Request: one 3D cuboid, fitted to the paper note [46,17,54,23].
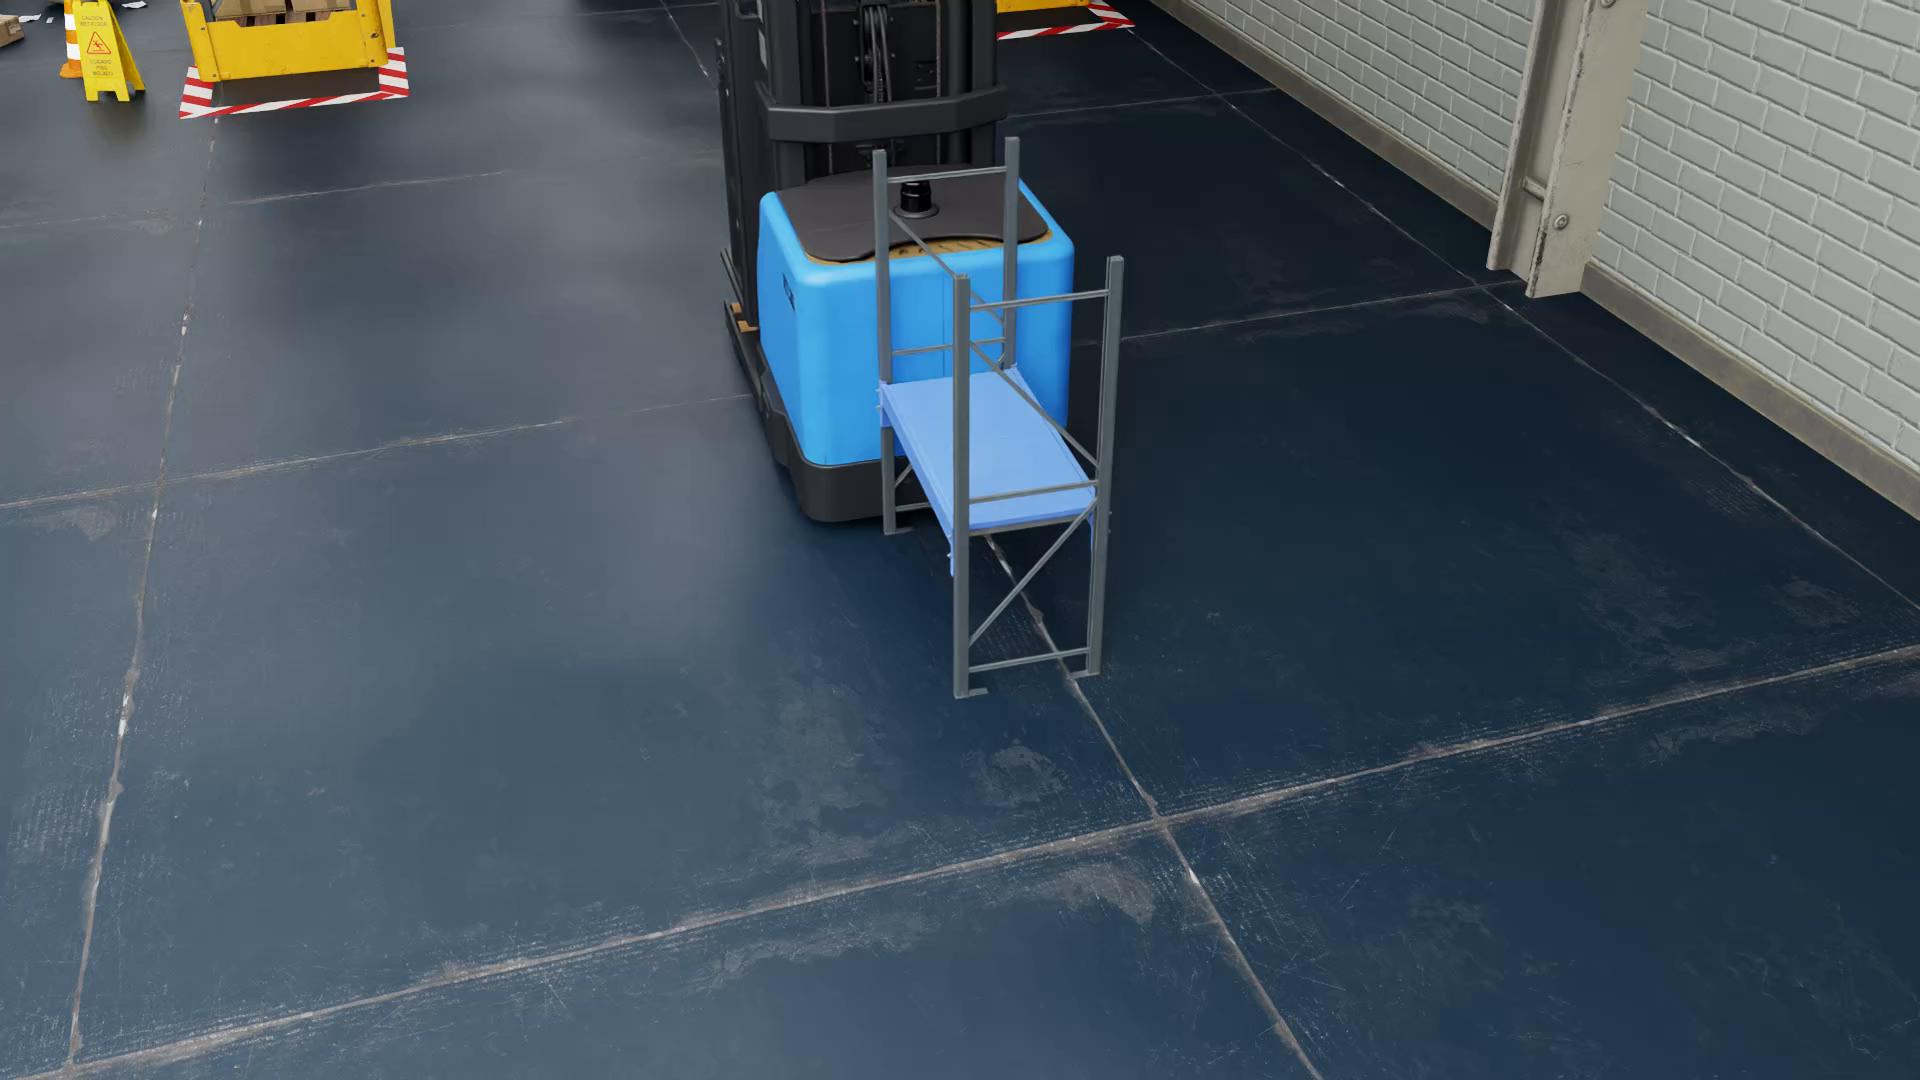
[{"bbox_3d":[-6.484,-3.705,11.847,0.032,0.001,0.123,-10,35,-15],"label":"paper note"}]

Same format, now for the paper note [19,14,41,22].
[{"bbox_3d":[-6.666,-3.731,11.879,0.148,0.019,0.142,1,33,2],"label":"paper note"}]

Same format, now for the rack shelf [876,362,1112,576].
[{"bbox_3d":[0.090,-0.265,5.616,0.538,0.185,1.000,-9,34,-13],"label":"rack shelf"}]

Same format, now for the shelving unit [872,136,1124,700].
[{"bbox_3d":[0.090,-0.415,5.517,0.538,1.500,1.048,-9,34,-13],"label":"shelving unit"}]

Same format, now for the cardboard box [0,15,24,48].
[{"bbox_3d":[-6.689,-3.501,11.413,0.380,0.149,0.250,7,34,10],"label":"cardboard box"}]

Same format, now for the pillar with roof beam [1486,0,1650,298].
[{"bbox_3d":[-1.263,-4.324,4.632,9.100,9.000,0.400,-10,35,-15],"label":"pillar with roof beam"}]

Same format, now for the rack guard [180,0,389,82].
[{"bbox_3d":[-4.389,-3.339,10.849,1.175,0.500,0.348,-10,35,-15],"label":"rack guard"}]

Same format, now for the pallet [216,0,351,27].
[{"bbox_3d":[-4.603,-3.651,11.584,1.003,0.211,1.213,-10,35,-15],"label":"pallet"}]

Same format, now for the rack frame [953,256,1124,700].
[{"bbox_3d":[0.224,-0.144,5.108,0.500,1.500,0.032,-9,34,-13],"label":"rack frame"}]

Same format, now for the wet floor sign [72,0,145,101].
[{"bbox_3d":[-5.326,-3.080,10.326,0.267,0.644,0.232,1,33,2],"label":"wet floor sign"}]

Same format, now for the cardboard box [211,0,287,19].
[{"bbox_3d":[-4.875,-3.762,11.335,0.500,0.250,0.500,-10,35,-15],"label":"cardboard box"}]

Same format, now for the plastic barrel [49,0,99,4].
[{"bbox_3d":[-6.437,-4.097,12.066,0.512,0.421,0.421,13,36,18],"label":"plastic barrel"}]

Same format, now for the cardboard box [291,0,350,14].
[{"bbox_3d":[-4.348,-3.840,11.453,0.500,0.250,0.500,-10,35,-15],"label":"cardboard box"}]

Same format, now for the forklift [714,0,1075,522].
[{"bbox_3d":[-0.455,-2.096,6.763,1.130,2.935,3.031,-9,34,-13],"label":"forklift"}]

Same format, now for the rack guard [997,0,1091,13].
[{"bbox_3d":[0.368,-4.123,12.036,1.175,0.500,0.348,-10,35,-15],"label":"rack guard"}]

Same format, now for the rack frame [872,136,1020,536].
[{"bbox_3d":[-0.045,-0.685,5.926,0.500,1.500,0.032,-9,34,-13],"label":"rack frame"}]

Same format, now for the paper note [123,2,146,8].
[{"bbox_3d":[-6.029,-3.915,12.148,0.142,0.019,0.148,-23,40,-31],"label":"paper note"}]

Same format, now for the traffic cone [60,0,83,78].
[{"bbox_3d":[-5.725,-3.292,10.813,0.336,0.463,0.334,-10,35,-15],"label":"traffic cone"}]

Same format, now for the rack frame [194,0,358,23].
[{"bbox_3d":[-4.365,-4.342,10.100,1.000,3.000,0.127,-10,35,-15],"label":"rack frame"}]
